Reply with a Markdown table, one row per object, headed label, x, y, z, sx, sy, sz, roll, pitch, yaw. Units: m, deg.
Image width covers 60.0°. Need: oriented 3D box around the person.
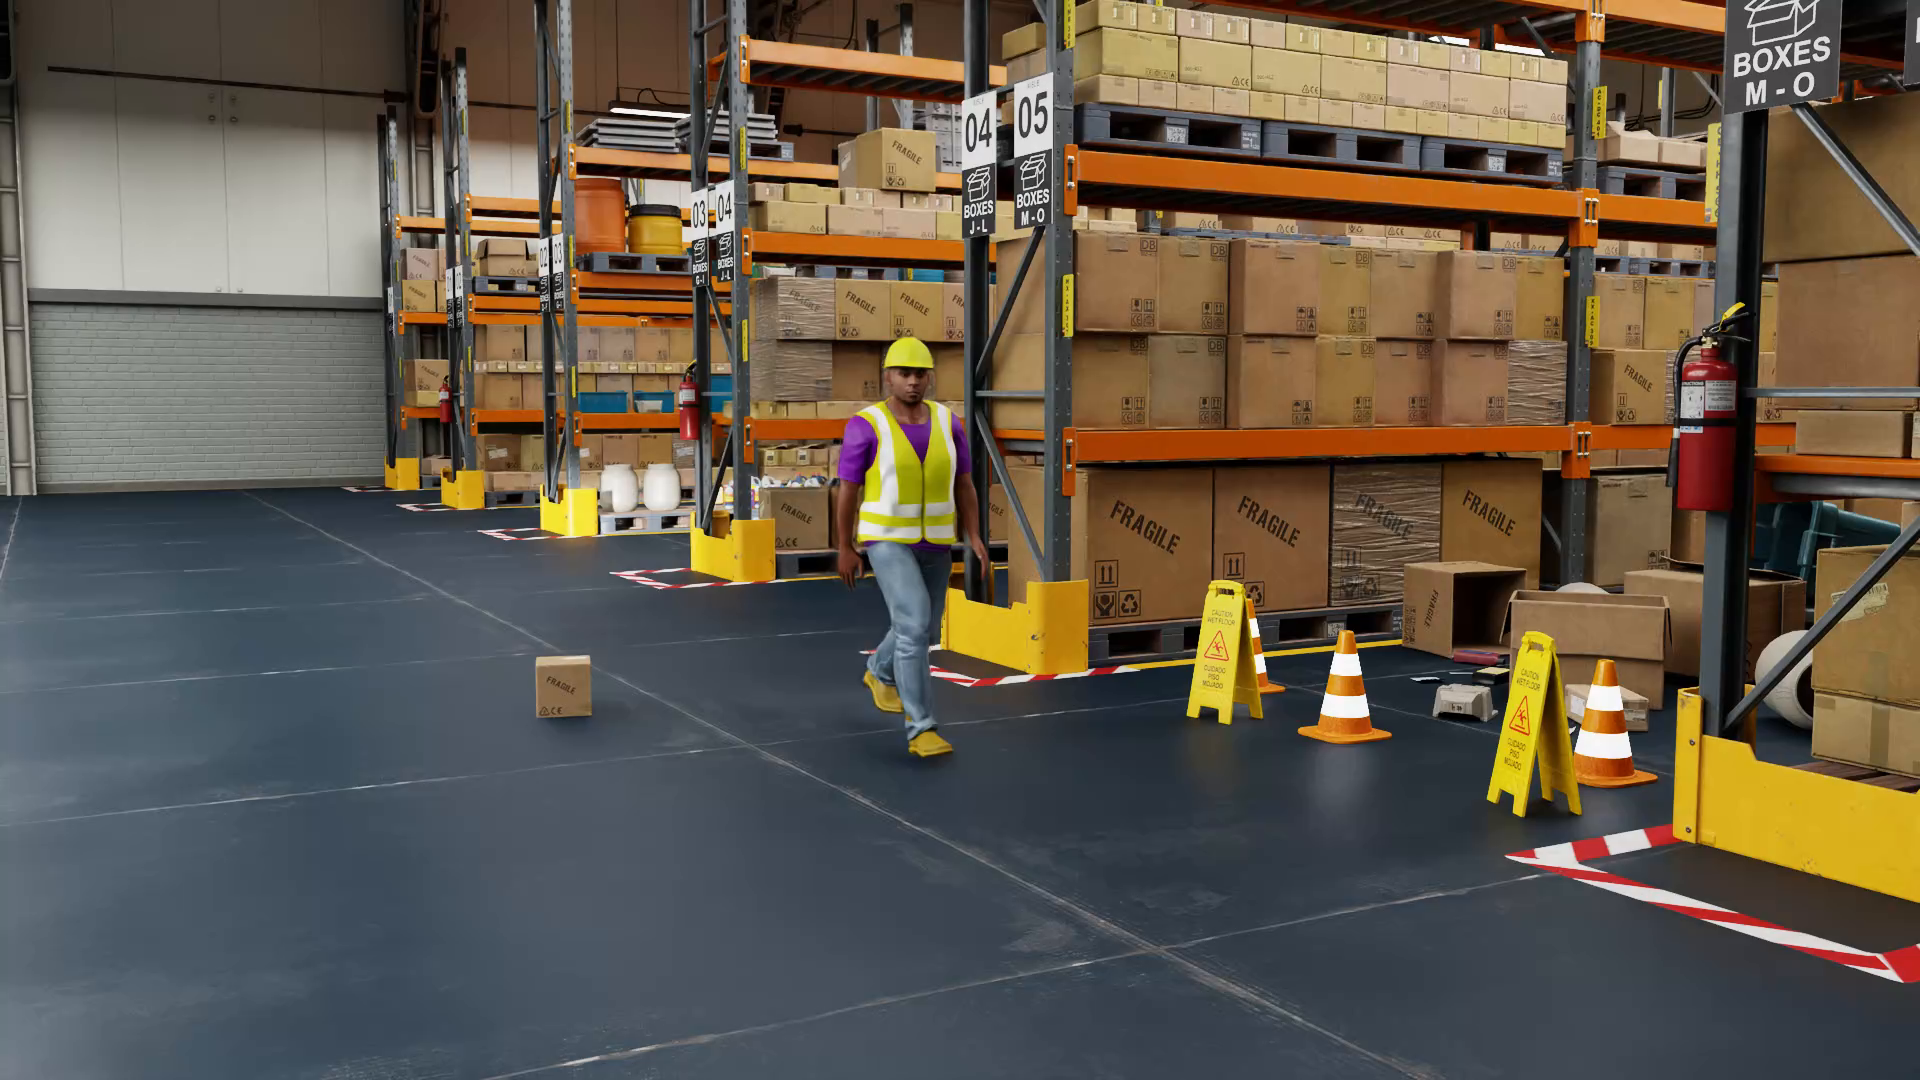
| label | x | y | z | sx | sy | sz | roll | pitch | yaw |
| --- | --- | --- | --- | --- | --- | --- | --- | --- | --- |
| person | -0.234 | 0.005 | 7.066 | 0.571 | 1.721 | 1.043 | -3 | 6 | -30 |
